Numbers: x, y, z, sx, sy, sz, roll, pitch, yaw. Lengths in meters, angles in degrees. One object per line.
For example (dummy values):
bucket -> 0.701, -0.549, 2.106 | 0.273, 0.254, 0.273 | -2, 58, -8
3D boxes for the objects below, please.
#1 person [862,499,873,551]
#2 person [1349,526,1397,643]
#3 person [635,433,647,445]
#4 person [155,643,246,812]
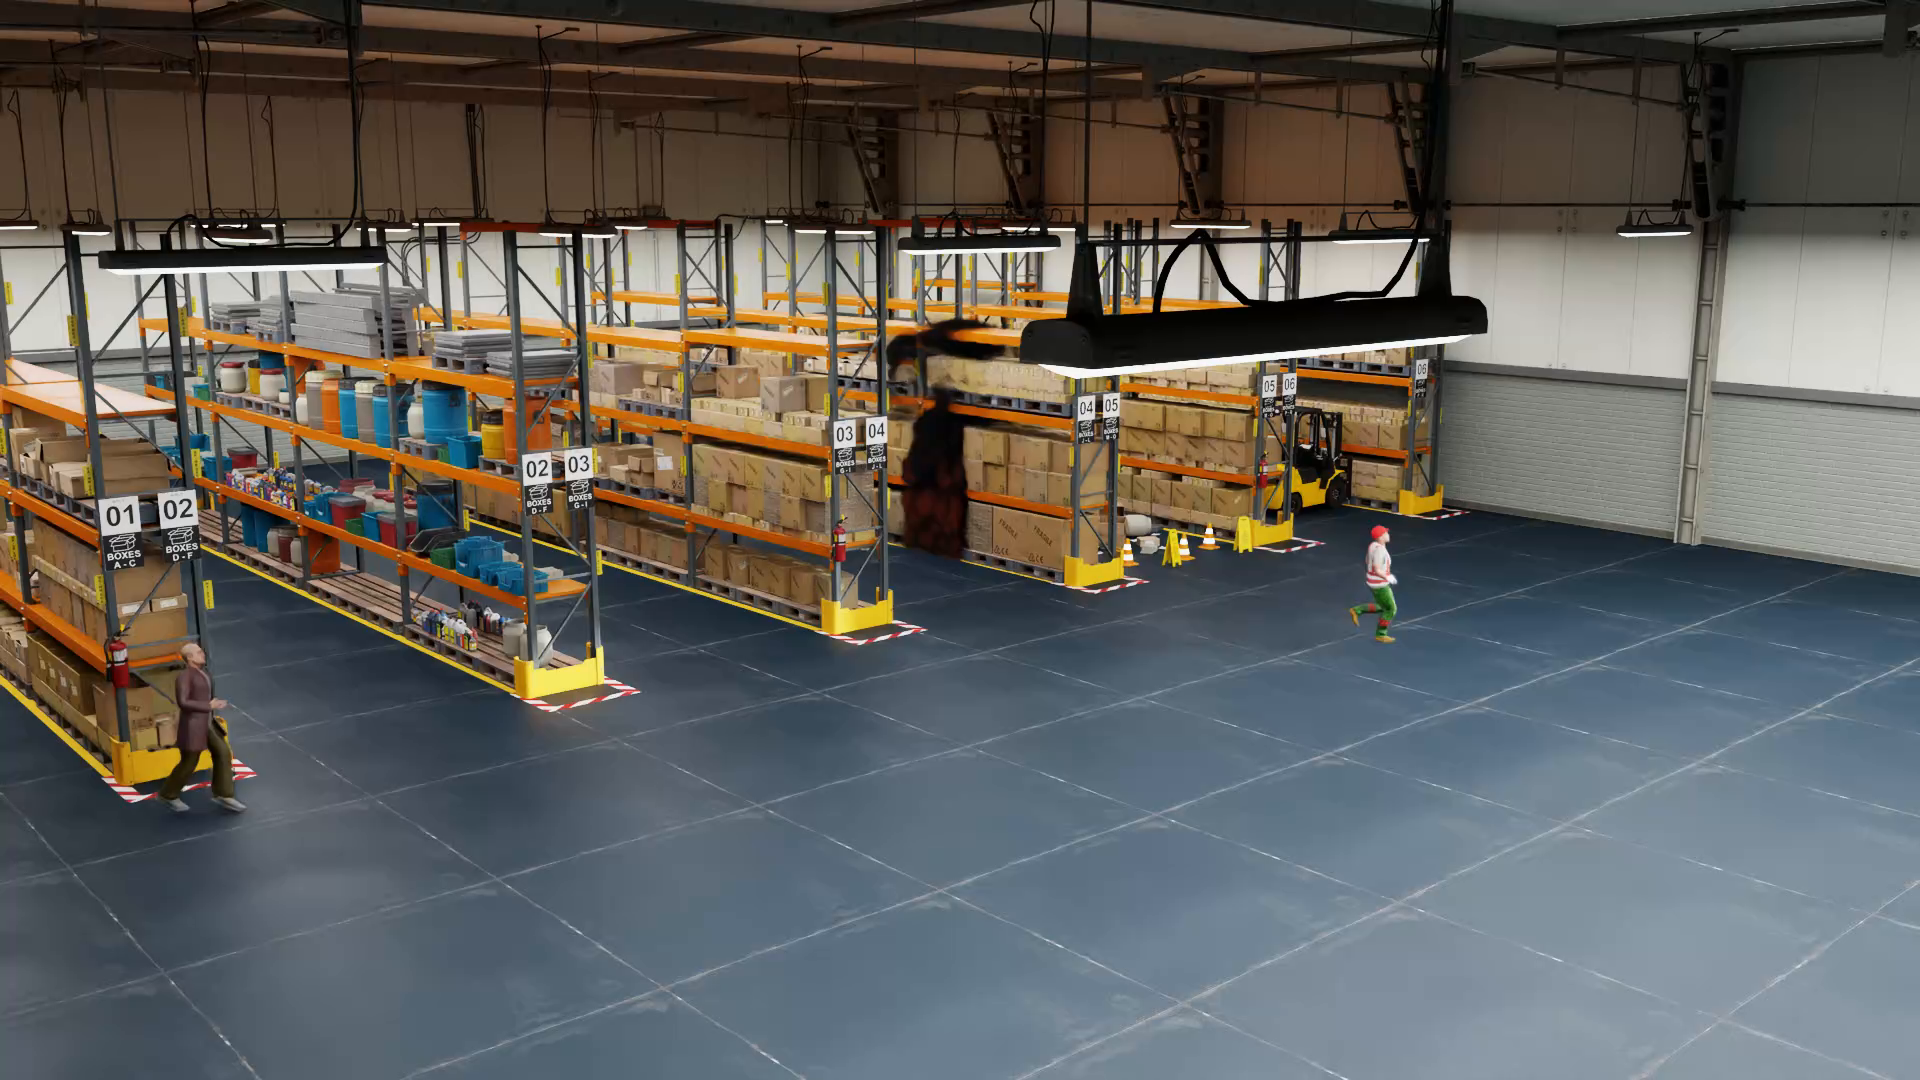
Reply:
person -> -1.811, -0.602, 29.484 | 0.488, 1.572, 0.540 | 8, 14, 33
person -> 6.068, 0.642, 24.347 | 0.670, 1.735, 0.688 | 0, 11, 0
person -> -8.190, -3.102, 42.826 | 0.663, 1.730, 0.629 | 5, 12, 22
person -> -8.033, 1.977, 17.550 | 0.918, 1.793, 0.725 | 0, 11, -2
